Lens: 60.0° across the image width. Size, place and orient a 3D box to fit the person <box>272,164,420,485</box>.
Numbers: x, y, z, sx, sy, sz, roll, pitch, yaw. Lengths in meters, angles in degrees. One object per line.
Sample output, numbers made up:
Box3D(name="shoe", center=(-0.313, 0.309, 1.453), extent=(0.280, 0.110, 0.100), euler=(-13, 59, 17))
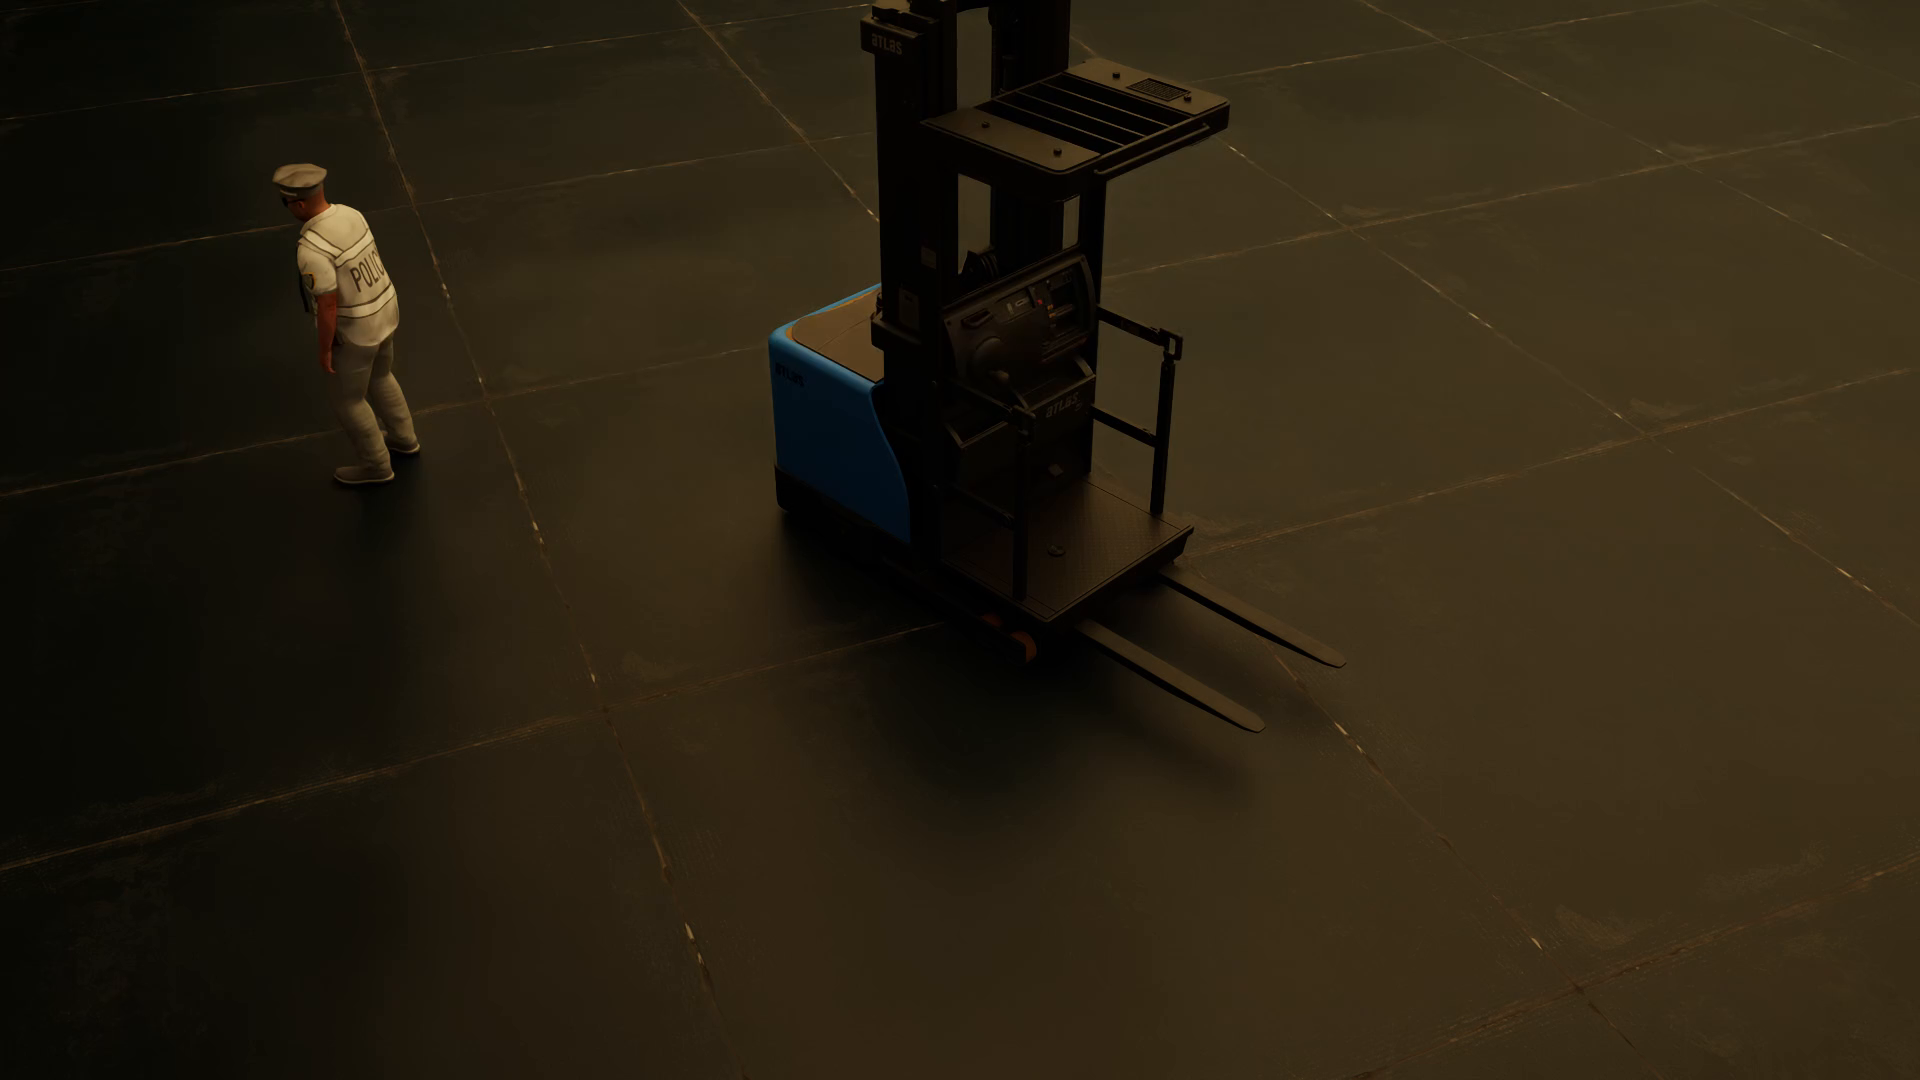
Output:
Box3D(name="person", center=(-3.170, -1.114, 8.686), extent=(0.440, 1.747, 0.585), euler=(7, 36, 10))

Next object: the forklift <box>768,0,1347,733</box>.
Box3D(name="forklift", center=(0.432, -0.946, 7.429), extent=(3.031, 2.935, 1.130), euler=(30, 45, 35))
